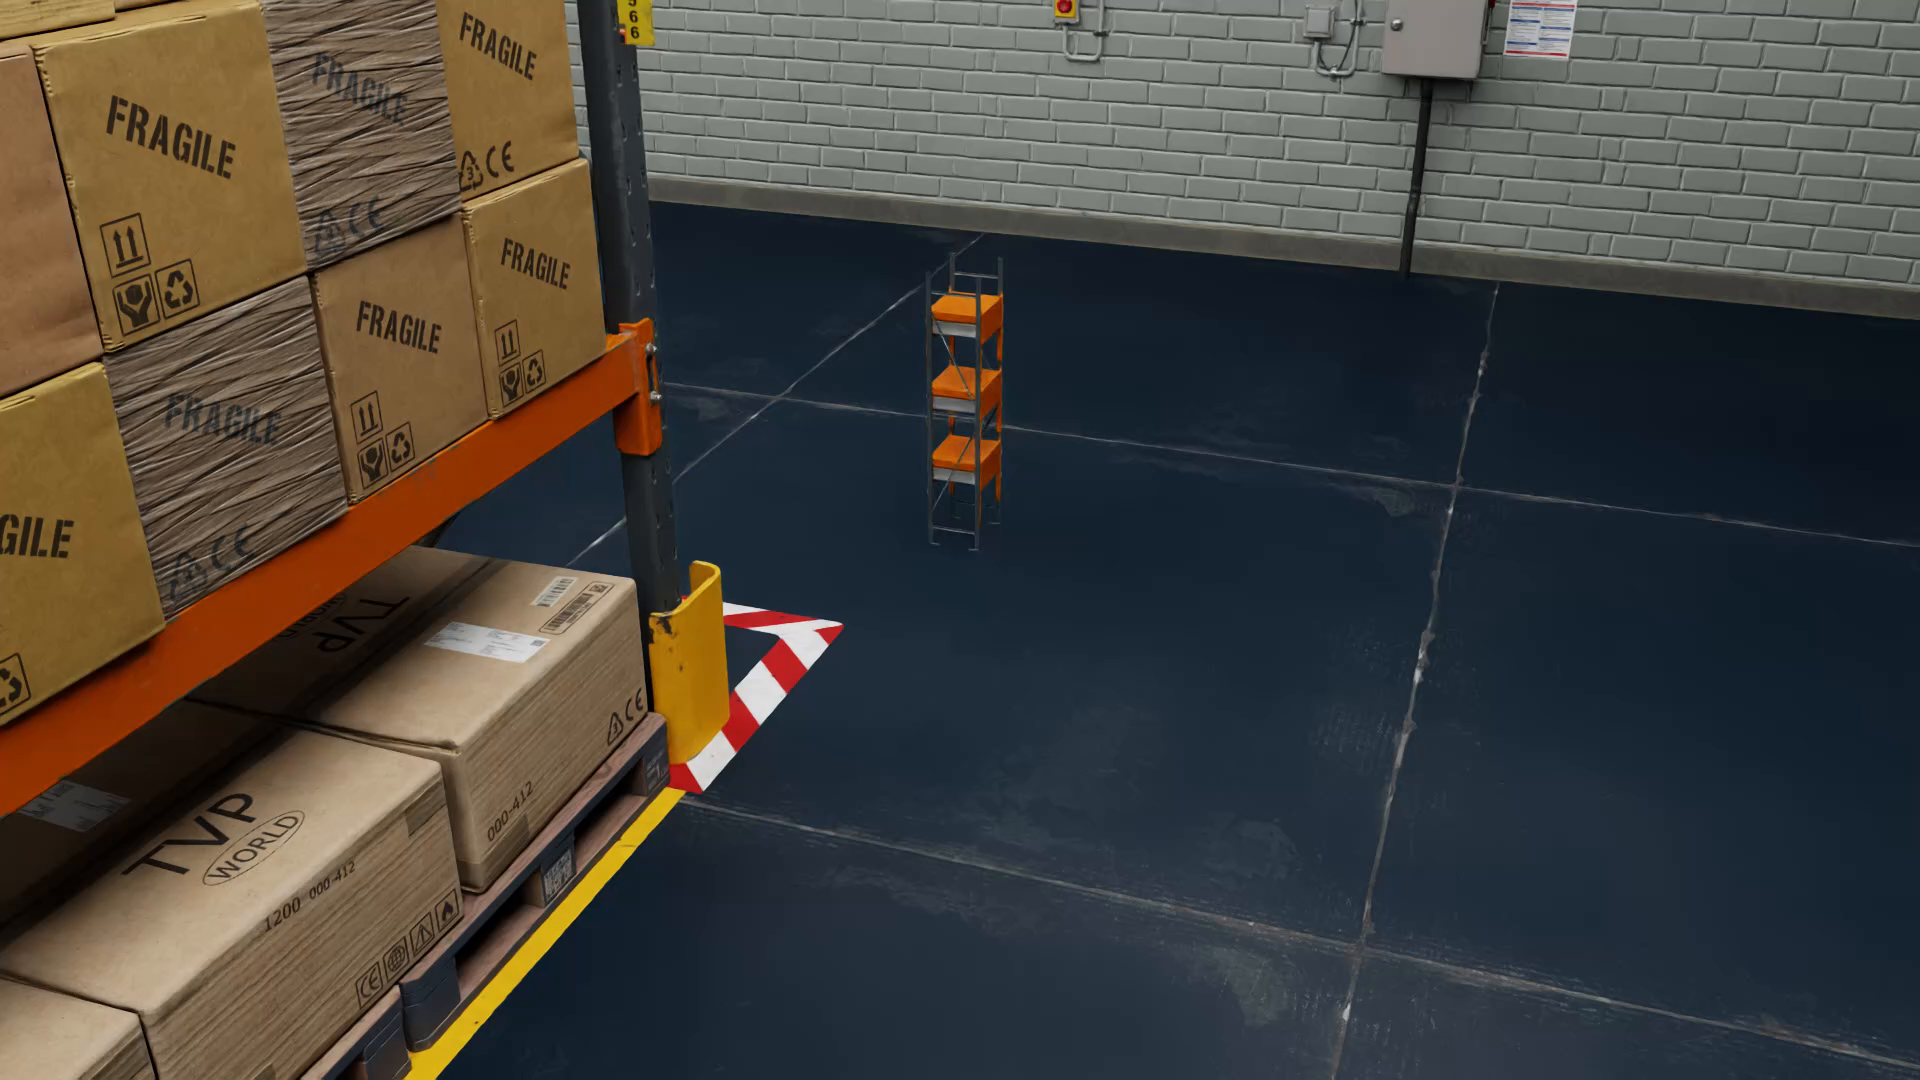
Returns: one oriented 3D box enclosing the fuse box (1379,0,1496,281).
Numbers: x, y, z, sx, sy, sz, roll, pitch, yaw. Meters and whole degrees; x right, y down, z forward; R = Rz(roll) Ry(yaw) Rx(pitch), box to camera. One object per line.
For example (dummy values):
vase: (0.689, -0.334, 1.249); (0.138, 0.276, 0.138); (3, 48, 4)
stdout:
fuse box: (2.481, -2.203, 8.836); (0.539, 1.711, 0.414); (9, 27, 17)

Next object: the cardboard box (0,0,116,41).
cardboard box: (-1.610, -0.905, 2.670); (0.380, 0.149, 0.250); (9, 27, 19)

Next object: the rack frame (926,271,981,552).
rack frame: (-0.023, -0.444, 5.963); (0.200, 1.050, 0.008); (9, 27, 17)

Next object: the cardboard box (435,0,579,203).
cardboard box: (-1.242, -1.089, 3.795); (0.500, 0.500, 0.500); (10, 27, 19)

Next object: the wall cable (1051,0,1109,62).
wall cable: (0.548, -3.619, 9.080); (0.585, 1.953, 0.123); (9, 27, 17)

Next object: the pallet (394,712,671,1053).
pallet: (-1.498, 0.768, 4.421); (1.003, 0.211, 1.213); (9, 27, 17)

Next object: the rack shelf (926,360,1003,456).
rack shelf: (0.018, -0.485, 6.071); (0.215, 0.259, 0.240); (9, 27, 17)

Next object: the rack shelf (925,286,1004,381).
rack shelf: (0.018, -0.740, 5.948); (0.215, 0.259, 0.240); (9, 27, 17)

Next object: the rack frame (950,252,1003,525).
rack frame: (0.058, -0.545, 6.170); (0.200, 1.050, 0.008); (9, 27, 17)

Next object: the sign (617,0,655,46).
sign: (-0.799, -1.370, 4.037); (0.100, 0.325, 0.005); (9, 27, 17)

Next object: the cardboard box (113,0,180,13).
cardboard box: (-1.581, -1.016, 2.901); (0.380, 0.149, 0.250); (8, 27, 17)

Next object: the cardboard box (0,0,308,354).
cardboard box: (-1.556, -0.667, 2.924); (0.500, 0.500, 0.500); (9, 27, 17)

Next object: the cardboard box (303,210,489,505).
cardboard box: (-1.398, -0.431, 3.583); (0.500, 0.500, 0.500); (8, 27, 16)

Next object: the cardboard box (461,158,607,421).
cardboard box: (-1.217, -0.635, 4.005); (0.500, 0.500, 0.500); (9, 27, 18)

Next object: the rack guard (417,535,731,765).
rack guard: (-1.298, 0.288, 5.081); (1.175, 0.500, 0.348); (9, 27, 17)

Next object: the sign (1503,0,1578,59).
sign: (3.015, -2.753, 8.604); (0.329, 0.494, 0.001); (9, 27, 17)

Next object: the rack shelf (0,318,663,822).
rack shelf: (-1.972, 0.319, 2.975); (1.077, 0.370, 4.000); (9, 27, 17)

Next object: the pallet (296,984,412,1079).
pallet: (-1.906, 1.268, 3.389); (1.003, 0.211, 1.213); (9, 27, 17)

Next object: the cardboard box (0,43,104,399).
cardboard box: (-1.725, -0.461, 2.498); (0.500, 0.500, 0.500); (9, 27, 17)

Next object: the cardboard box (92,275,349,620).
cardboard box: (-1.560, -0.218, 3.144); (0.500, 0.500, 0.500); (10, 27, 19)

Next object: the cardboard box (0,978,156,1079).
cardboard box: (-2.030, 1.171, 2.848); (0.875, 0.438, 0.875); (8, 27, 16)

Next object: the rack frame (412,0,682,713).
rack frame: (-1.306, -0.827, 4.515); (1.000, 3.000, 0.127); (9, 27, 17)

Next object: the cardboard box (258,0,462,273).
cardboard box: (-1.388, -0.870, 3.343); (0.500, 0.500, 0.500); (9, 27, 18)

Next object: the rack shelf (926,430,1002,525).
rack shelf: (0.018, -0.235, 6.192); (0.215, 0.259, 0.240); (9, 27, 17)

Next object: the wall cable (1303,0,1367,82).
wall cable: (1.890, -3.404, 8.672); (0.588, 1.984, 0.122); (9, 27, 17)

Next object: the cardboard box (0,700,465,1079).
cardboard box: (-1.728, 0.800, 3.613); (0.875, 0.438, 0.875); (9, 27, 19)

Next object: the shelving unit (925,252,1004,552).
shelving unit: (0.018, -0.495, 6.067); (0.215, 1.050, 0.252); (9, 27, 17)

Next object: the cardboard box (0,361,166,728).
cardboard box: (-1.720, -0.004, 2.702); (0.500, 0.500, 0.500); (10, 27, 19)

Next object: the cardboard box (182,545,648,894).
cardboard box: (-1.431, 0.423, 4.392); (0.875, 0.438, 0.875); (8, 27, 16)
